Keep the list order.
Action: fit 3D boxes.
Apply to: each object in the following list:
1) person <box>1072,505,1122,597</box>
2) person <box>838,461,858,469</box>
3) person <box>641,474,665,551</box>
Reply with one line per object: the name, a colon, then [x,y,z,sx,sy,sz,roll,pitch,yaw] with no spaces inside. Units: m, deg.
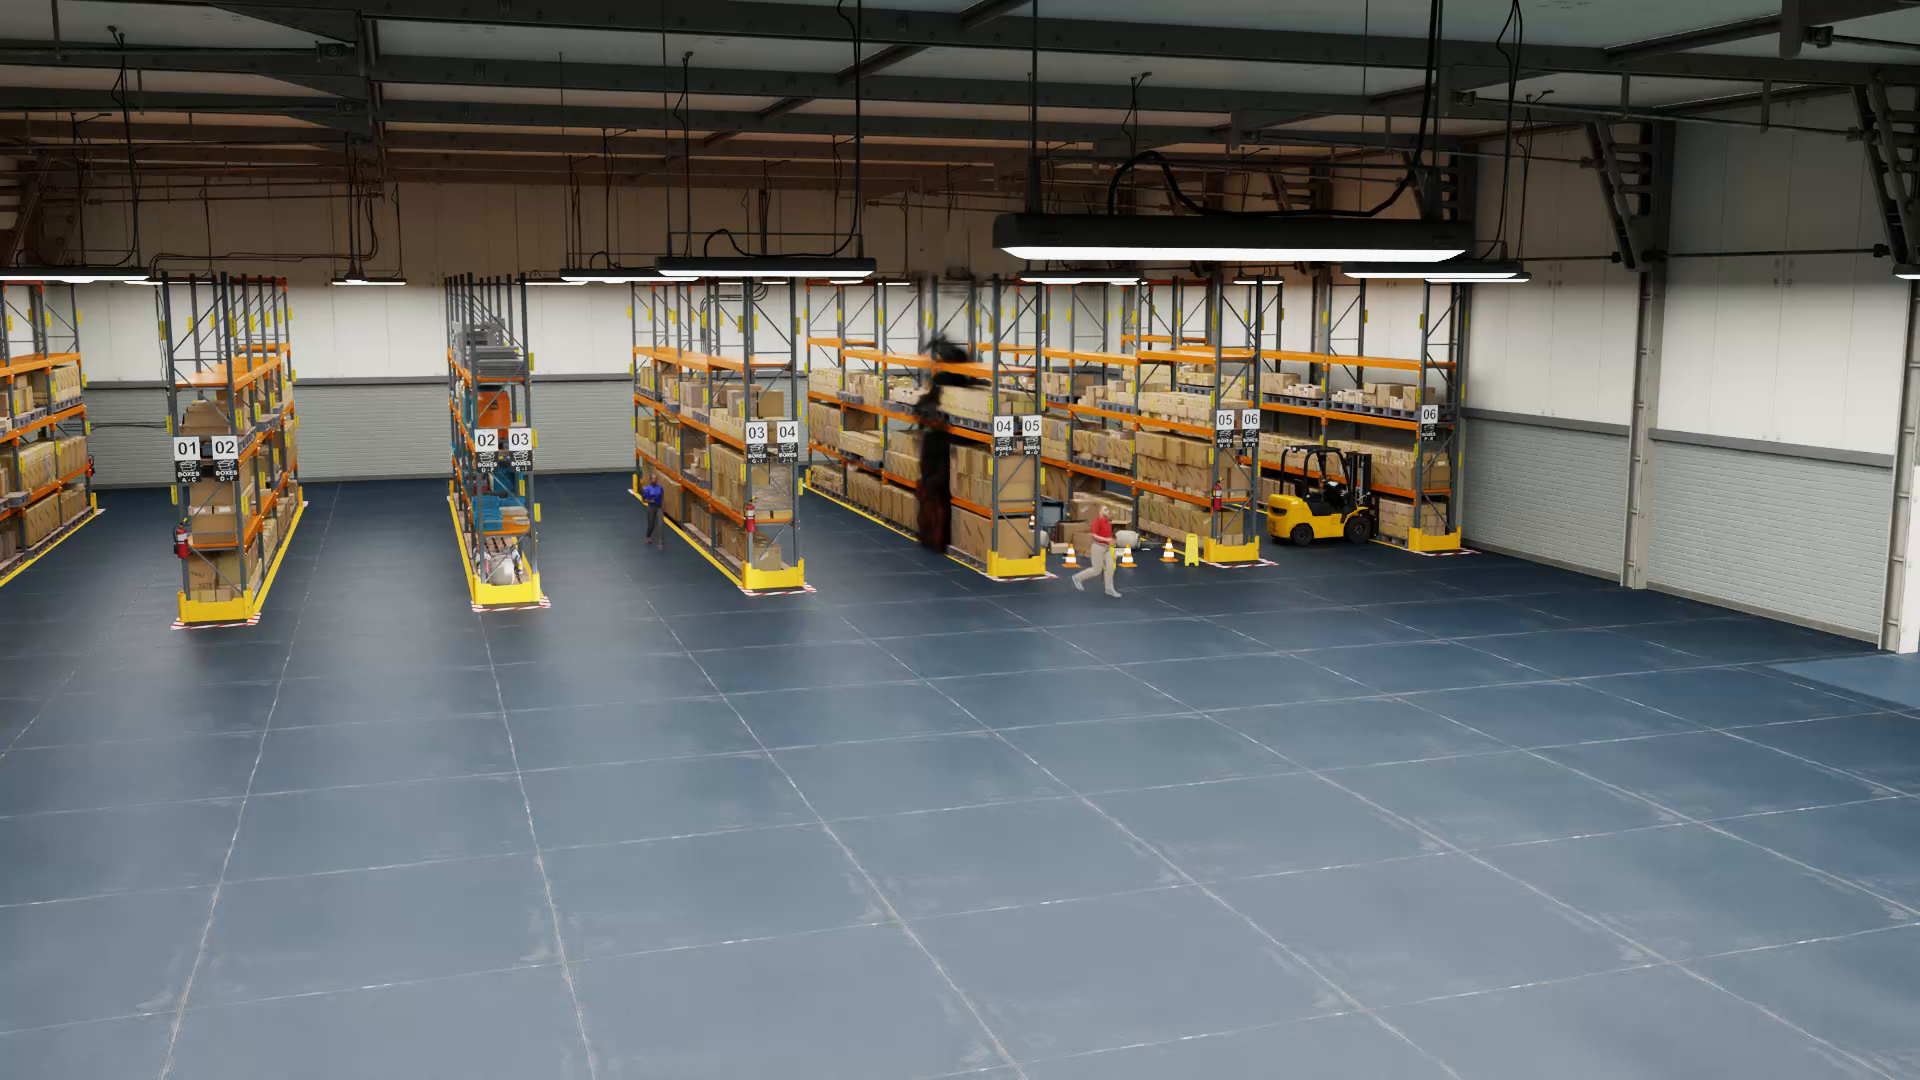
person: [2.602,0.192,31.210,0.925,1.735,0.672,5,10,28]
person: [-3.402,-2.611,50.014,0.711,1.641,0.572,-3,9,-20]
person: [-6.744,-0.636,36.710,0.579,1.657,0.923,-5,10,-28]
